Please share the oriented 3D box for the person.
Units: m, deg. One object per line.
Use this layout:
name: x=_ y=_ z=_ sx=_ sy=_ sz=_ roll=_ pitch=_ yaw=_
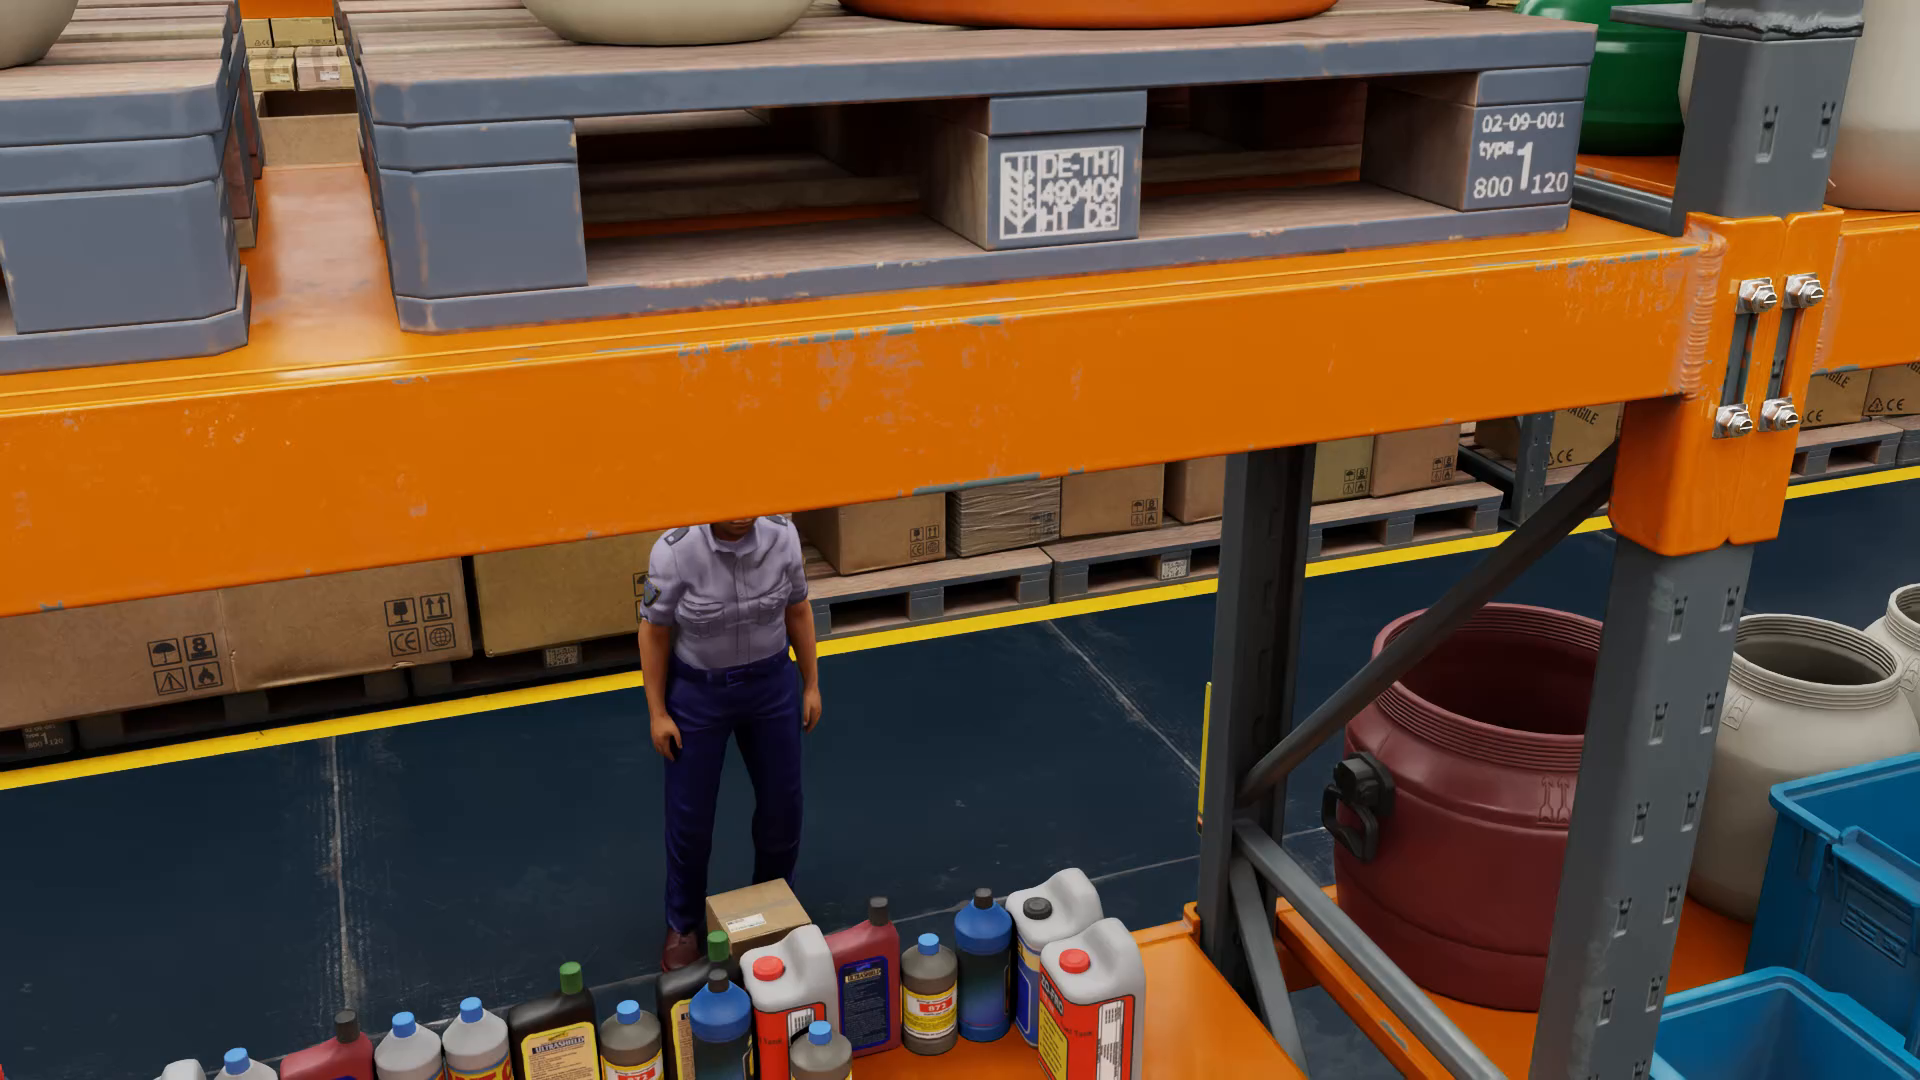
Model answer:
person: x=-0.687 y=0.484 z=4.943 sx=0.563 sy=1.653 sz=0.369 roll=-9 pitch=24 yaw=-22
